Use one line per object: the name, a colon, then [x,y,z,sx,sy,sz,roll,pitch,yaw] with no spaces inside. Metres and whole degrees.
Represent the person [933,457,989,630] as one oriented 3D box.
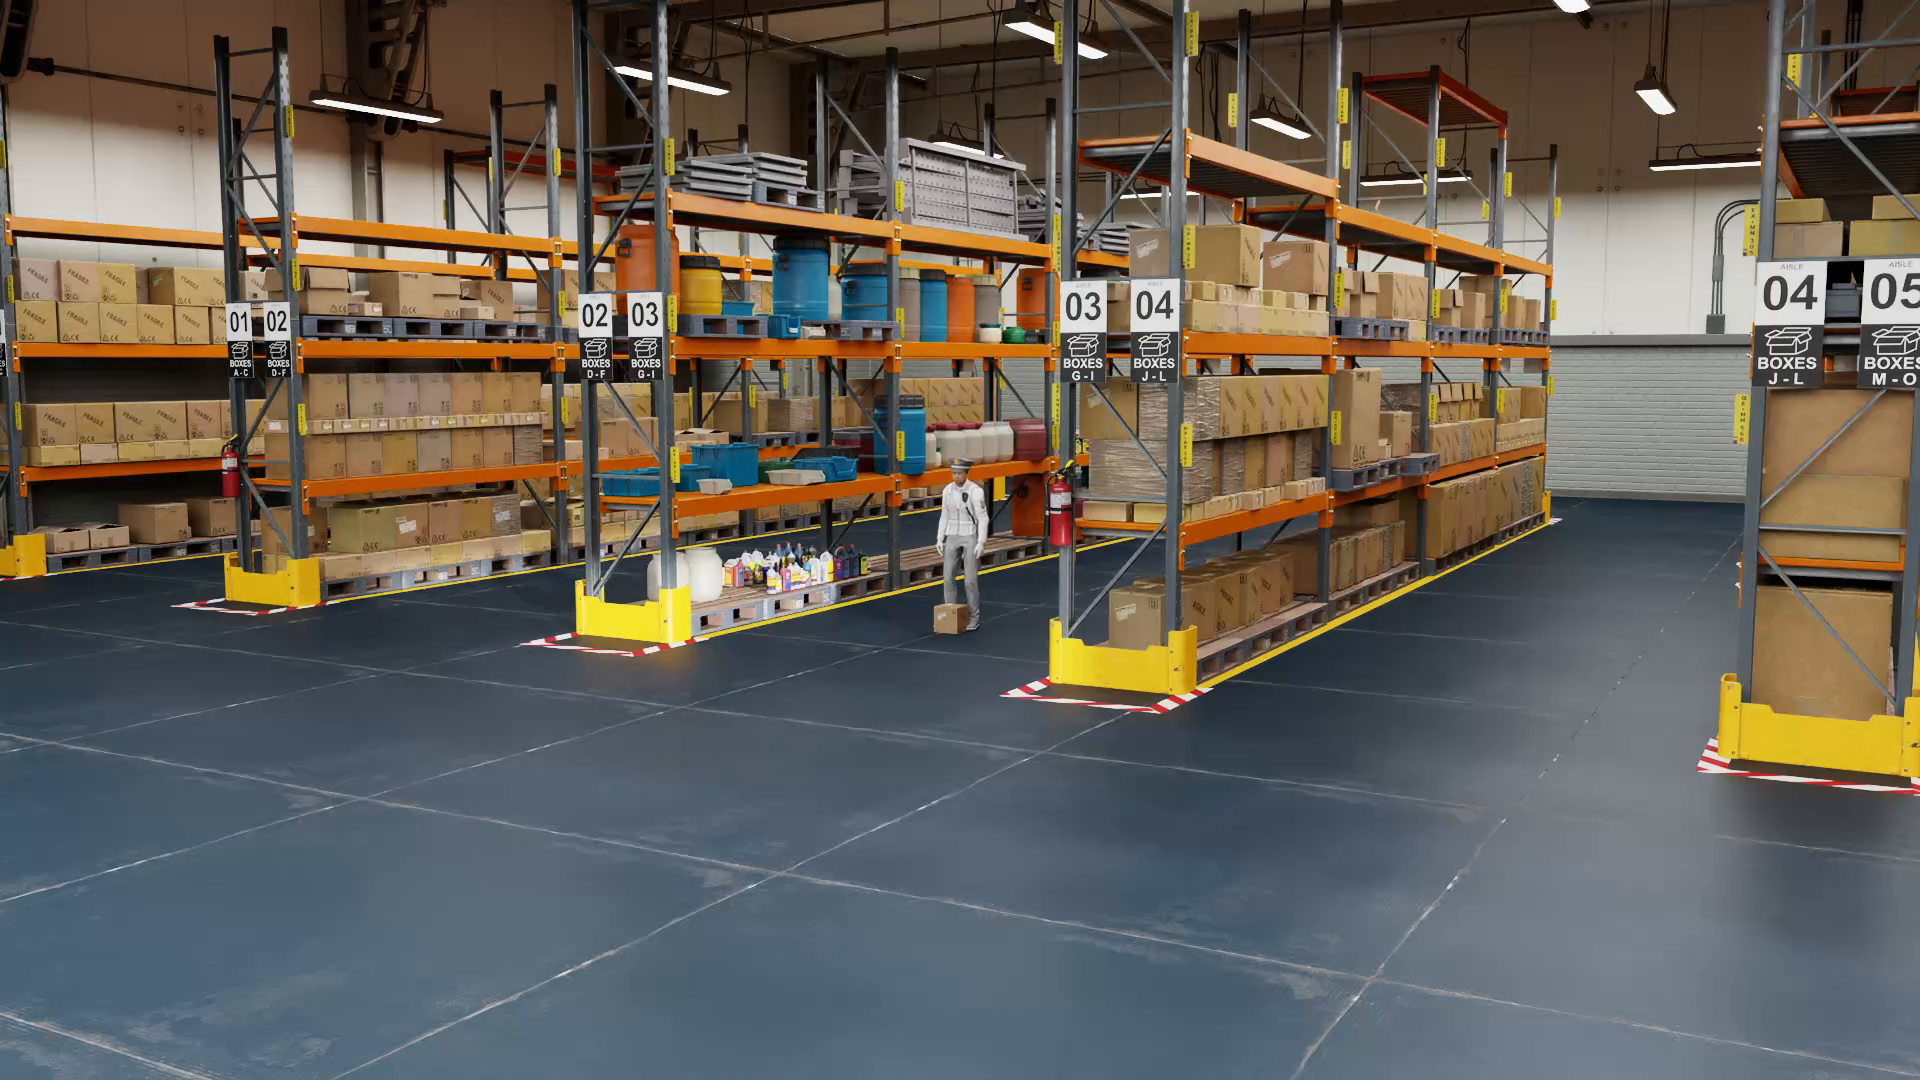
person: [0.022,0.028,16.086,0.530,1.664,0.371,3,7,29]
